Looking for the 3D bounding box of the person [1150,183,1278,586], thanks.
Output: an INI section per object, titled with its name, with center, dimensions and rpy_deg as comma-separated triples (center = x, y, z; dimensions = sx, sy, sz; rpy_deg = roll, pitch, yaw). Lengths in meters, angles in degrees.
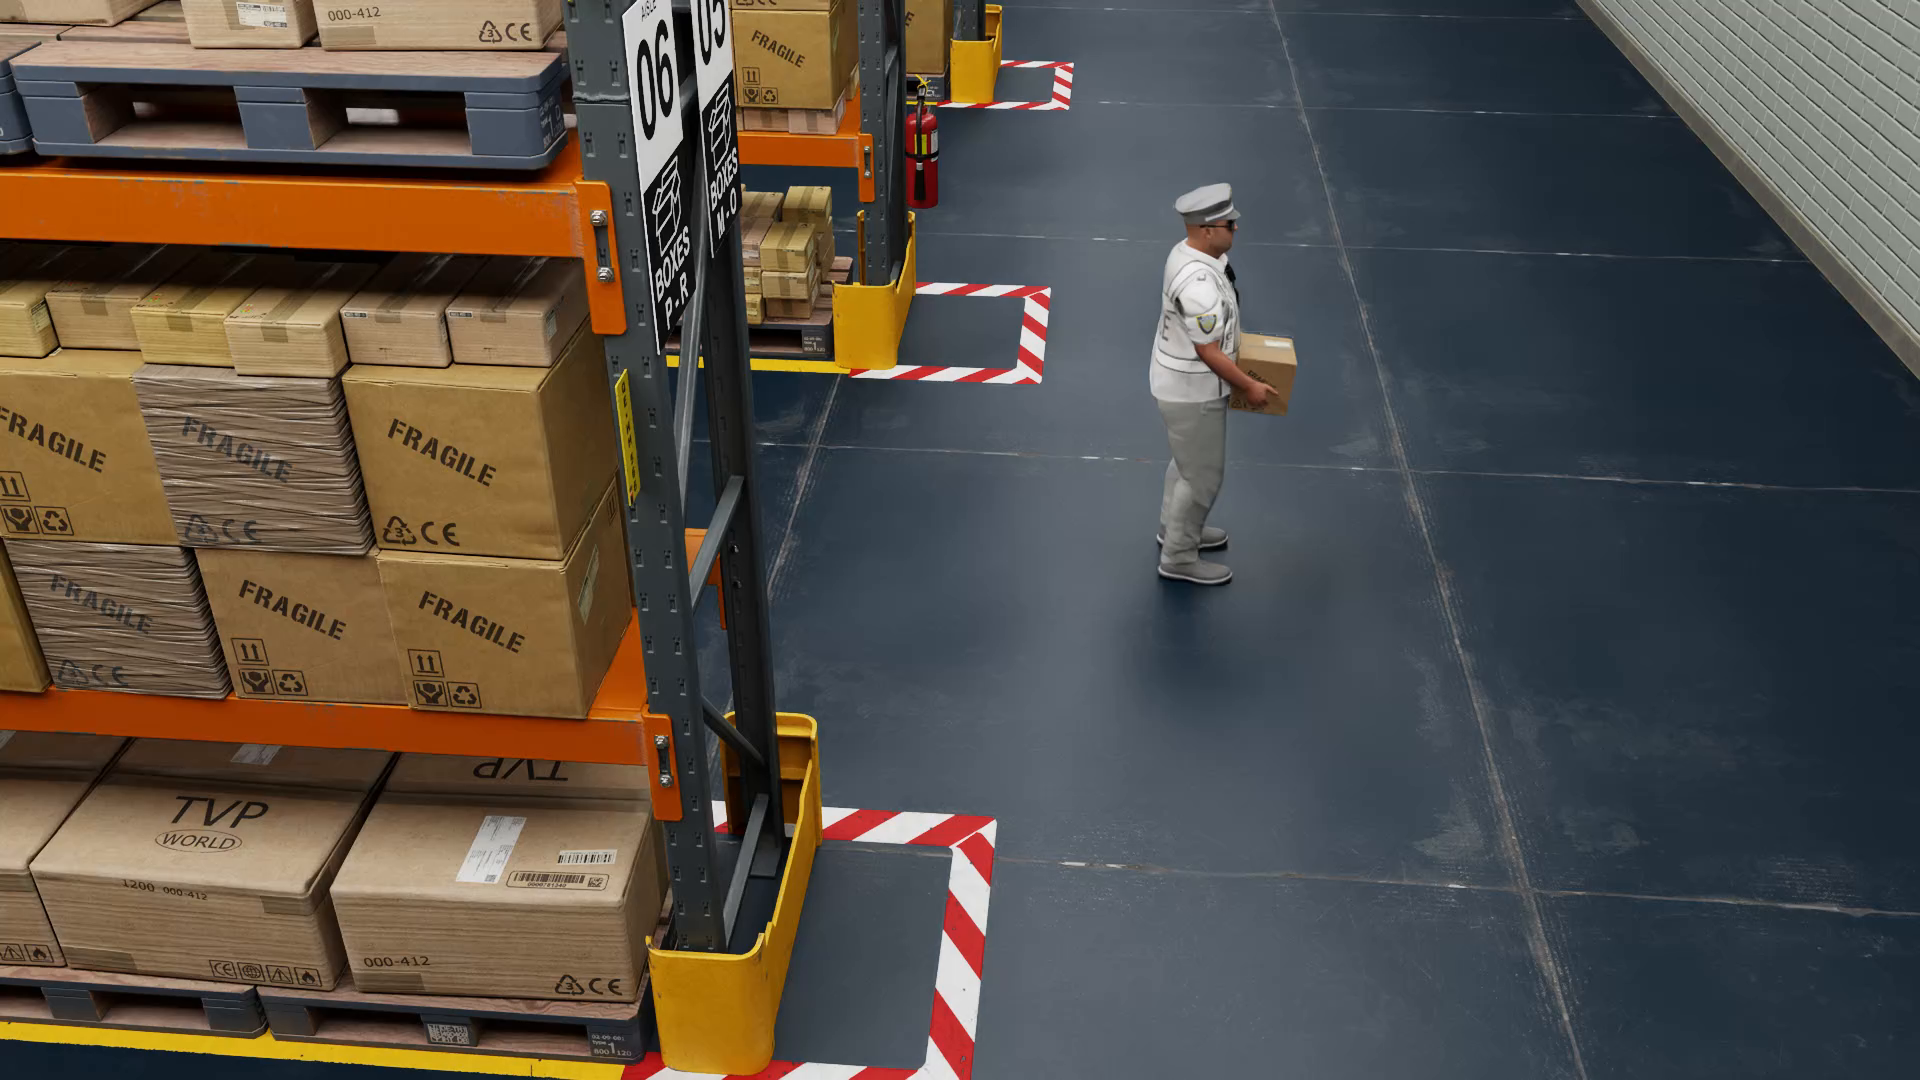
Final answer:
[person]
center = 1.092, -0.677, 7.197
dimensions = 0.536, 1.774, 0.524
rpy_deg = 2, 32, 4
